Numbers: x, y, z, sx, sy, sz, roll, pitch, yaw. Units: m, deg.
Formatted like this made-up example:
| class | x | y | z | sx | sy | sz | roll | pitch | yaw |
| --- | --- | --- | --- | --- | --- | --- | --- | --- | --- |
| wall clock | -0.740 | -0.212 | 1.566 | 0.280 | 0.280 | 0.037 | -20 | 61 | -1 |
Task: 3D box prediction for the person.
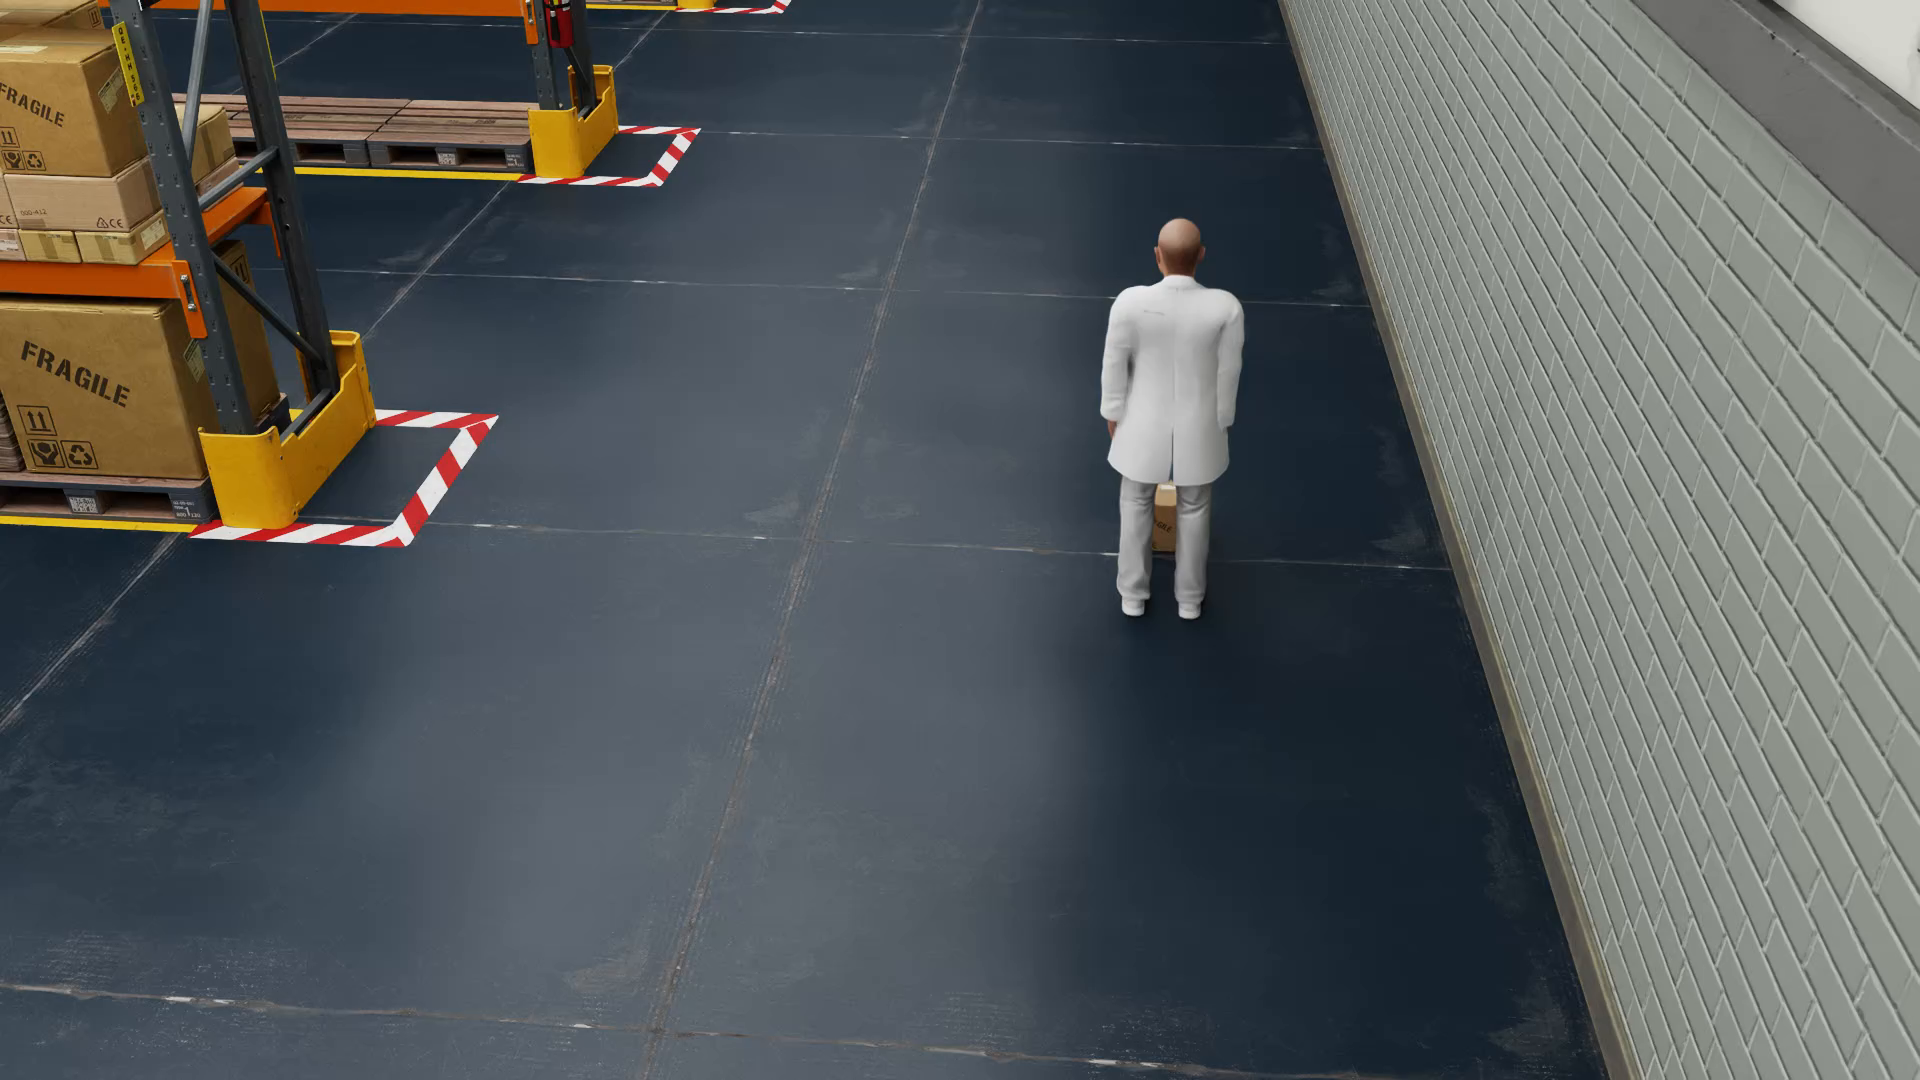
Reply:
| class | x | y | z | sx | sy | sz | roll | pitch | yaw |
| --- | --- | --- | --- | --- | --- | --- | --- | --- | --- |
| person | 0.868 | -0.497 | 6.972 | 0.564 | 1.770 | 0.377 | 3 | 32 | 5 |
